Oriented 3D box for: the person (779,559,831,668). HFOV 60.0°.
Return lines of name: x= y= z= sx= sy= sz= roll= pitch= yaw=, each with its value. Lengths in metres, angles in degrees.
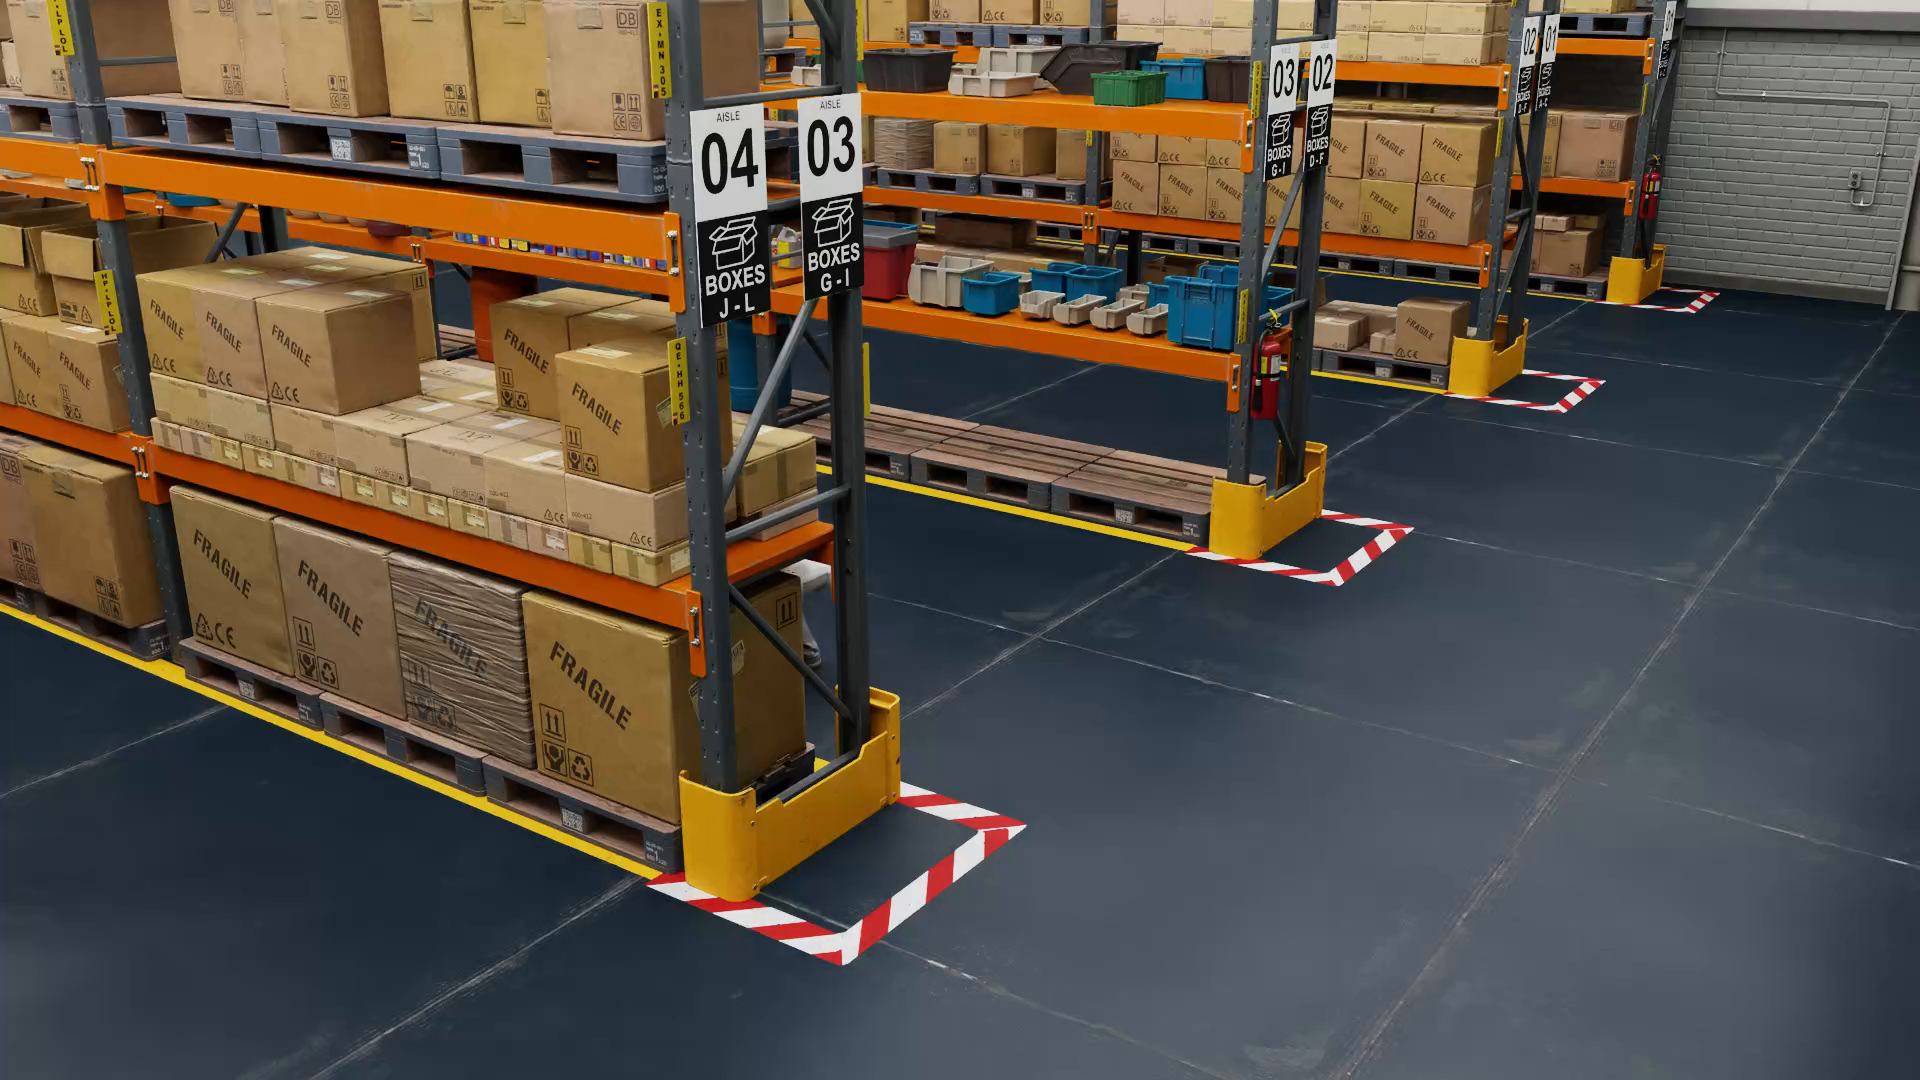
person: x=-1.111 y=0.217 z=9.065 sx=0.941 sy=1.006 sz=0.528 roll=12 pitch=23 yaw=30
